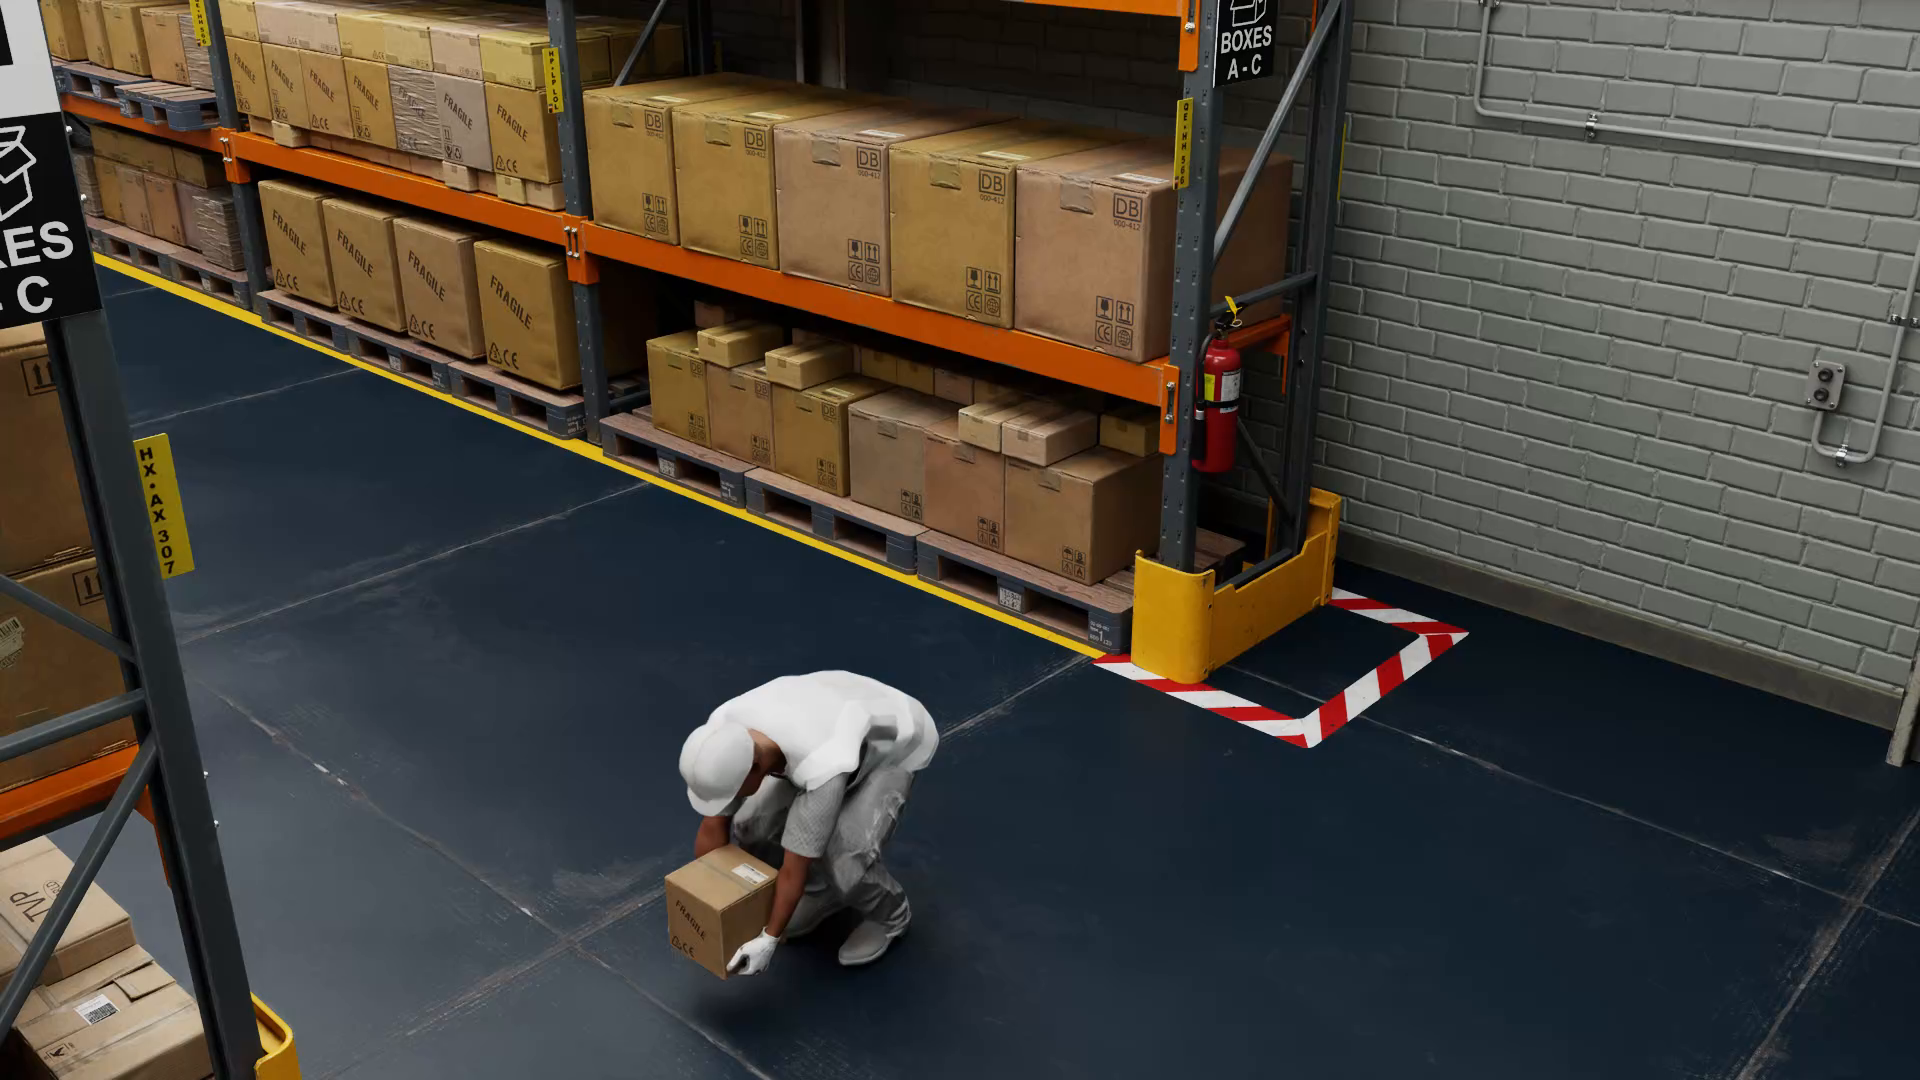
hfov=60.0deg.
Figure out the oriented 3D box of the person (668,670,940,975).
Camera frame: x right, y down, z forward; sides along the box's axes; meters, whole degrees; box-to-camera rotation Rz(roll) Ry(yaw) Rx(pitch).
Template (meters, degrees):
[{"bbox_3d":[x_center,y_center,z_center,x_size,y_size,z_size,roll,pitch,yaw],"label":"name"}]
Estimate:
[{"bbox_3d":[-0.455,0.859,5.107,0.542,0.994,0.954,19,30,36],"label":"person"}]
